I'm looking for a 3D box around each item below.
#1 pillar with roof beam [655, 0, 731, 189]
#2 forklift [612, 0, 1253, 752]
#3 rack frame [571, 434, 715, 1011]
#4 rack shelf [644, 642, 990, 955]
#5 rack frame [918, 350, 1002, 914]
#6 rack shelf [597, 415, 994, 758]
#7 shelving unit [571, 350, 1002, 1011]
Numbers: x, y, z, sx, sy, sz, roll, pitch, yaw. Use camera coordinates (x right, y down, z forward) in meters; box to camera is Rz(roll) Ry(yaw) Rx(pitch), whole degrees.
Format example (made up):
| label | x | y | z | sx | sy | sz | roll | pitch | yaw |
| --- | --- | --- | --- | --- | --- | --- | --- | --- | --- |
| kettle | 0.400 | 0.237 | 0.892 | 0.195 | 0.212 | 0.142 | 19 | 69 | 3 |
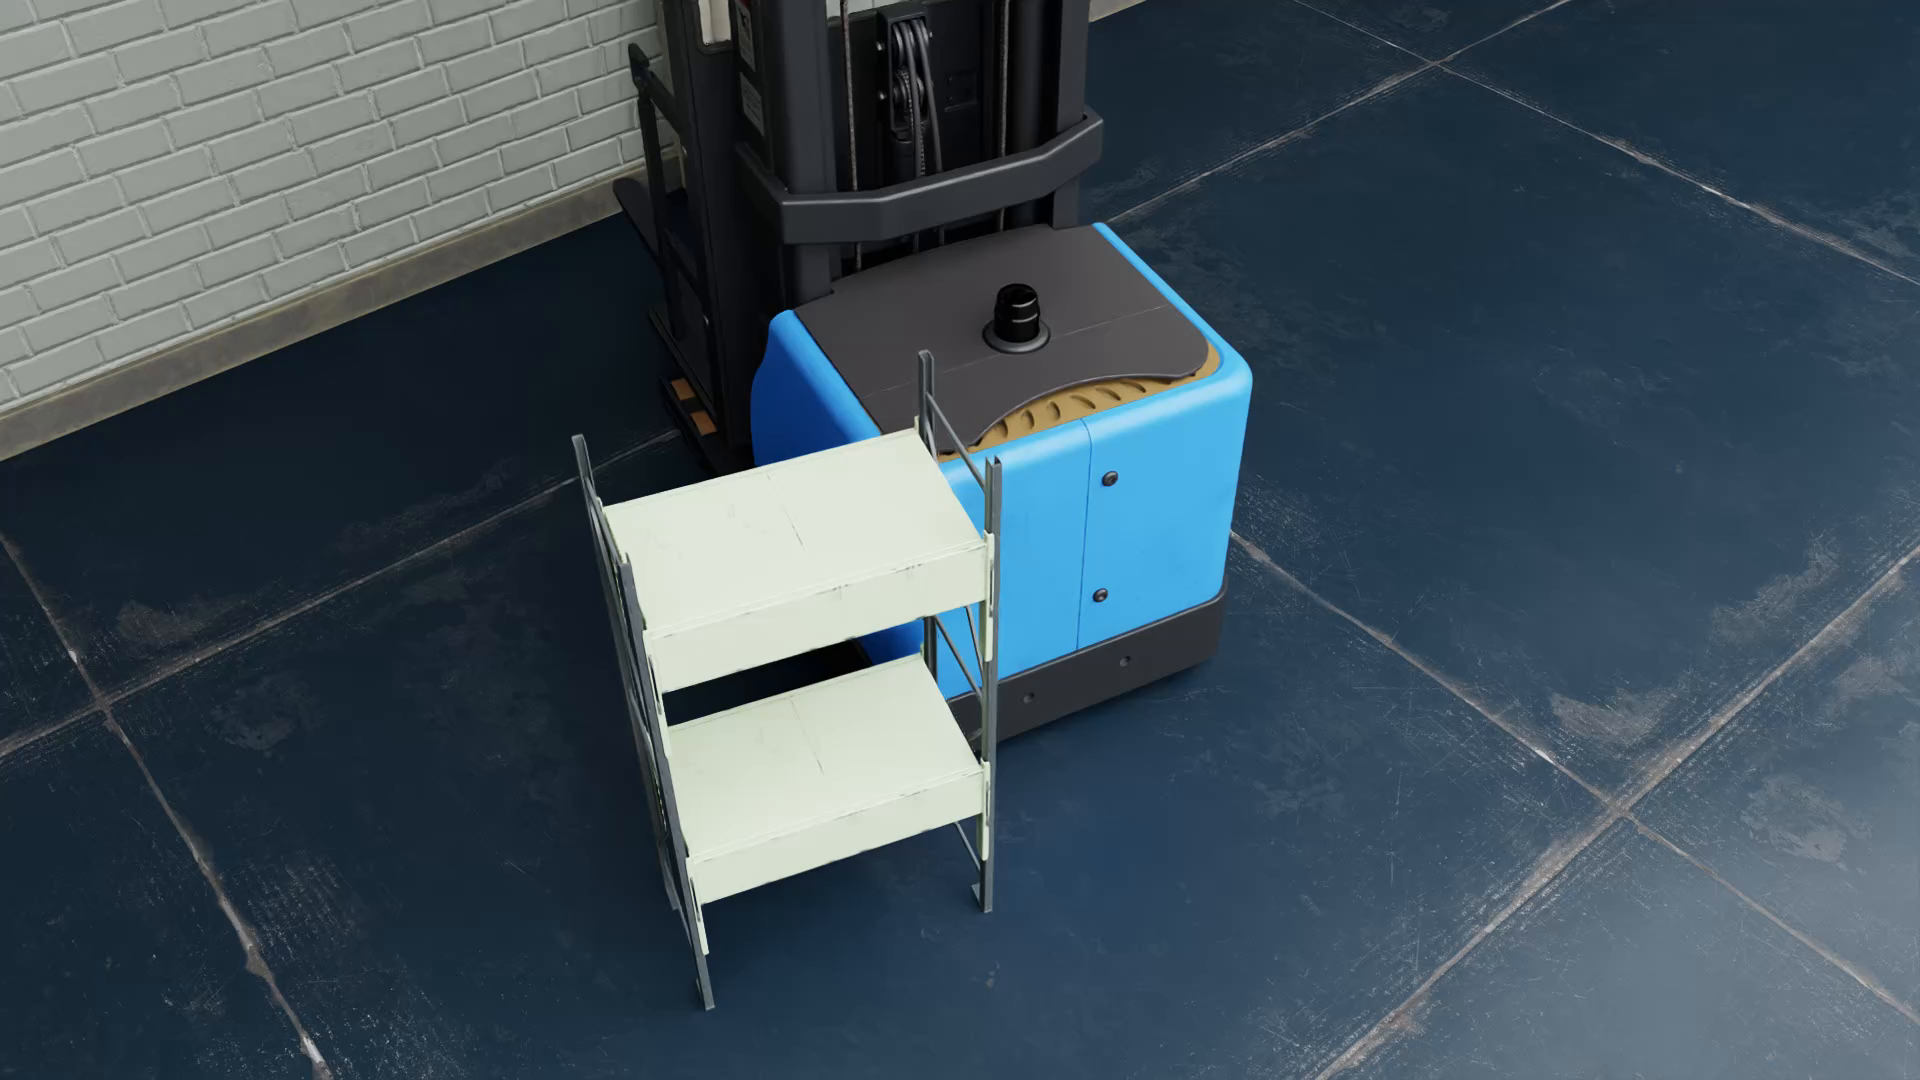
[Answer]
| label | x | y | z | sx | sy | sz | roll | pitch | yaw |
| --- | --- | --- | --- | --- | --- | --- | --- | --- | --- |
| pillar with roof beam | 1.859 | -2.487 | 1.325 | 0.400 | 9.000 | 9.100 | -30 | 51 | -28 |
| forklift | -0.358 | -1.463 | 4.667 | 1.130 | 2.935 | 3.031 | -19 | 46 | -19 |
| rack frame | -0.681 | 0.466 | 3.658 | 0.023 | 1.500 | 0.400 | -16 | 45 | -16 |
| rack shelf | -0.342 | 0.609 | 3.982 | 0.720 | 0.370 | 0.431 | -16 | 45 | -16 |
| rack frame | -0.003 | 0.277 | 3.860 | 0.023 | 1.500 | 0.400 | -16 | 45 | -16 |
| rack shelf | -0.342 | 0.087 | 3.492 | 0.720 | 0.370 | 0.431 | -16 | 45 | -16 |
| shelving unit | -0.342 | 0.371 | 3.759 | 0.755 | 1.500 | 0.431 | -16 | 45 | -16 |
